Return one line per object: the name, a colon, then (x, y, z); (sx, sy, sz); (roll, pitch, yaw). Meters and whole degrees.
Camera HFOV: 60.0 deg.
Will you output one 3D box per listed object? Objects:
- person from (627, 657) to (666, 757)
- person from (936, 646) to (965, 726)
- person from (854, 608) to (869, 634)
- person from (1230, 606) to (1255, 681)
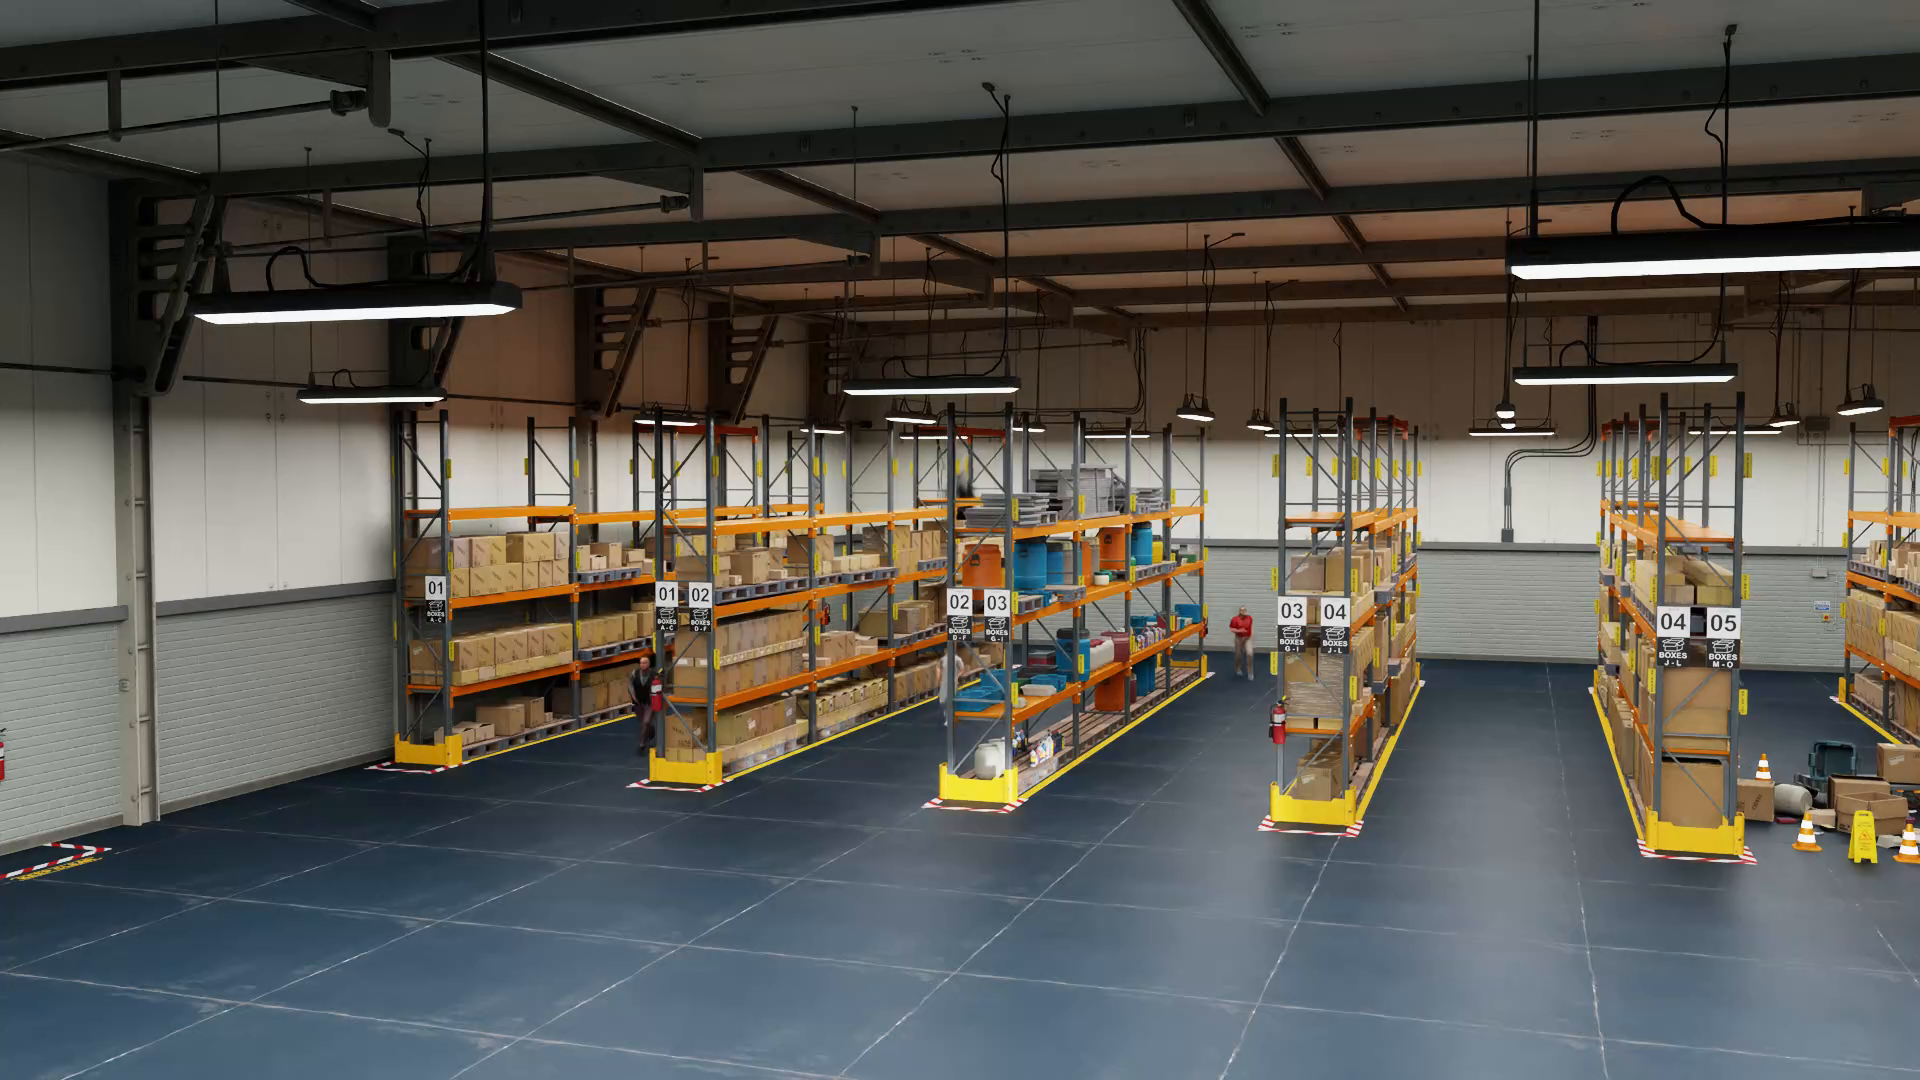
person: (-5.544, 2.905, 29.422); (0.659, 1.717, 1.062); (0, 2, 5)
person: (-0.196, 2.808, 32.419); (0.578, 1.622, 0.571); (1, 3, 15)
person: (-2.180, 2.463, 39.218); (0.732, 1.745, 0.740); (1, 3, 16)
person: (6.729, 2.436, 39.712); (0.630, 1.746, 0.935); (0, 2, -3)
